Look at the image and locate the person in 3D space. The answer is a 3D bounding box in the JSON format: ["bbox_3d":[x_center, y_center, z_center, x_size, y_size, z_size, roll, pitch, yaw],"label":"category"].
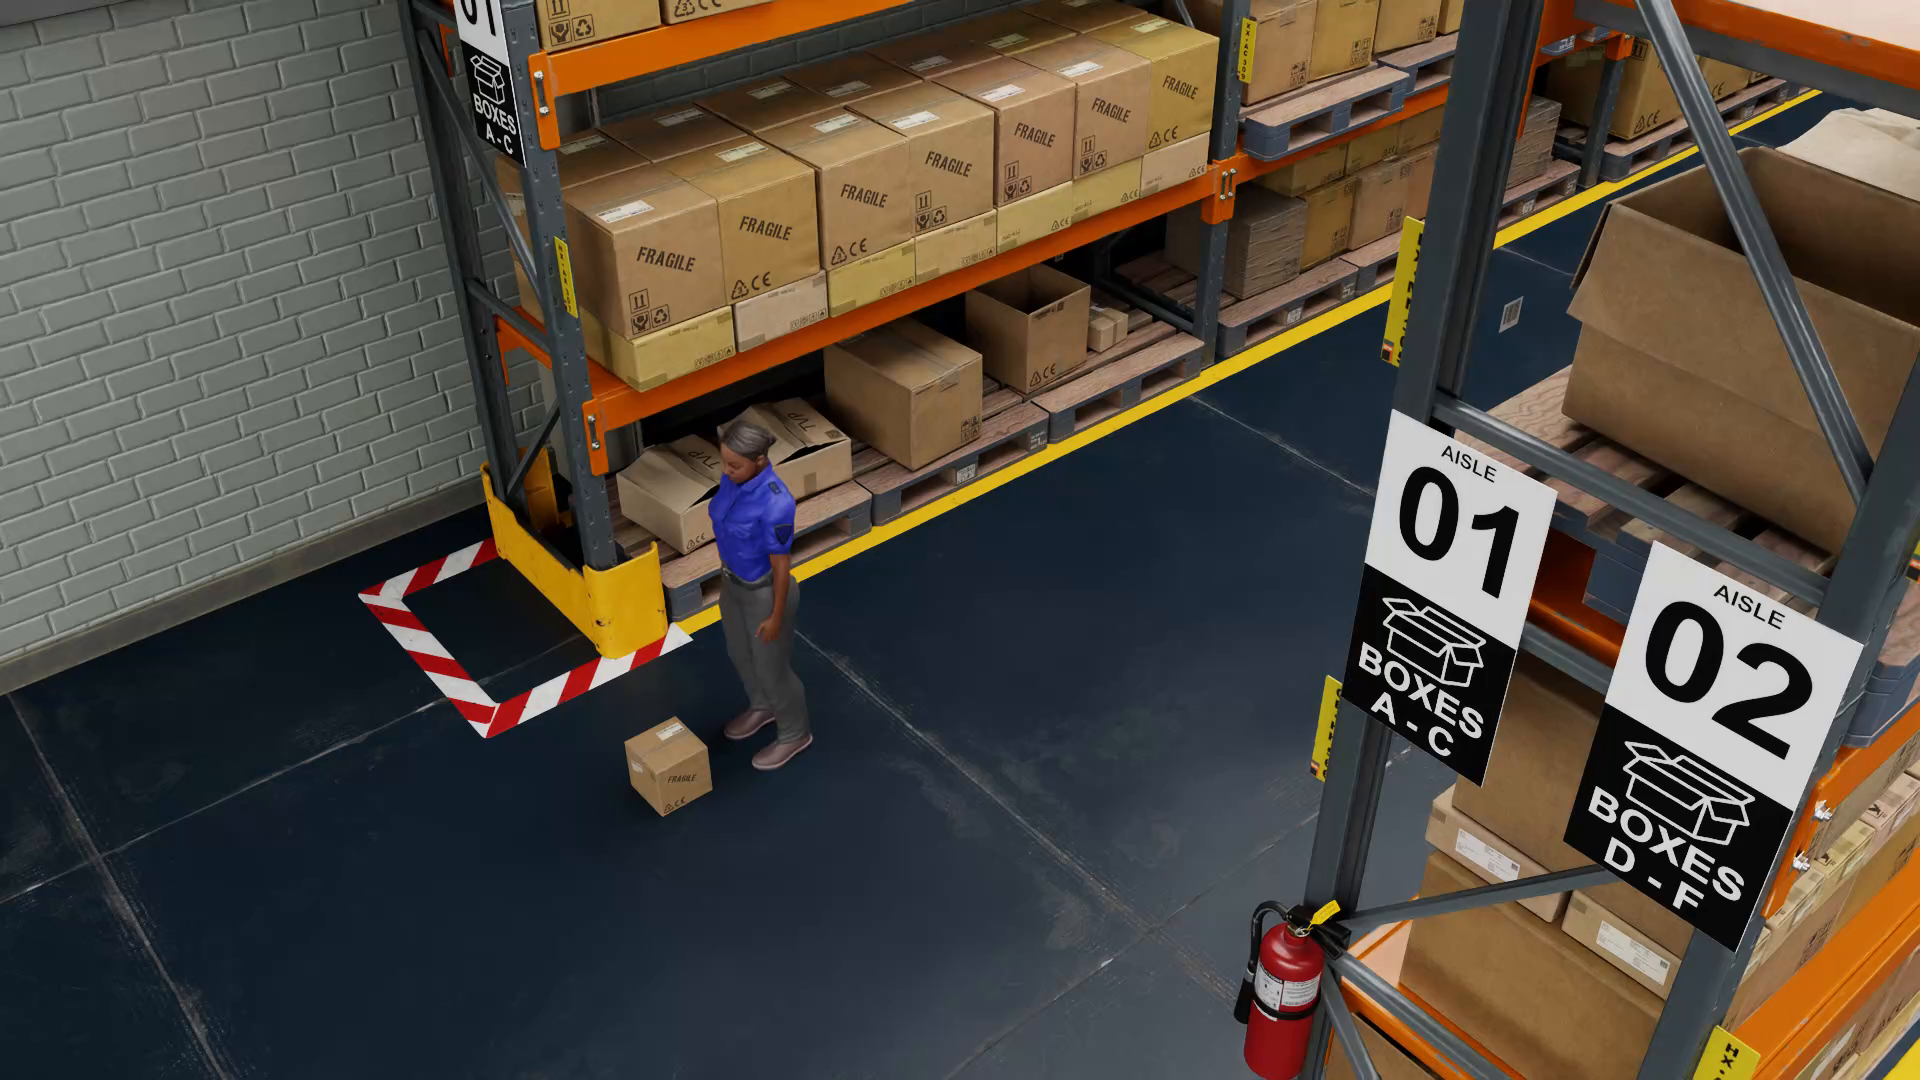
[{"bbox_3d":[-0.824,0.218,6.790,0.301,1.655,0.438,-24,42,-29],"label":"person"}]
